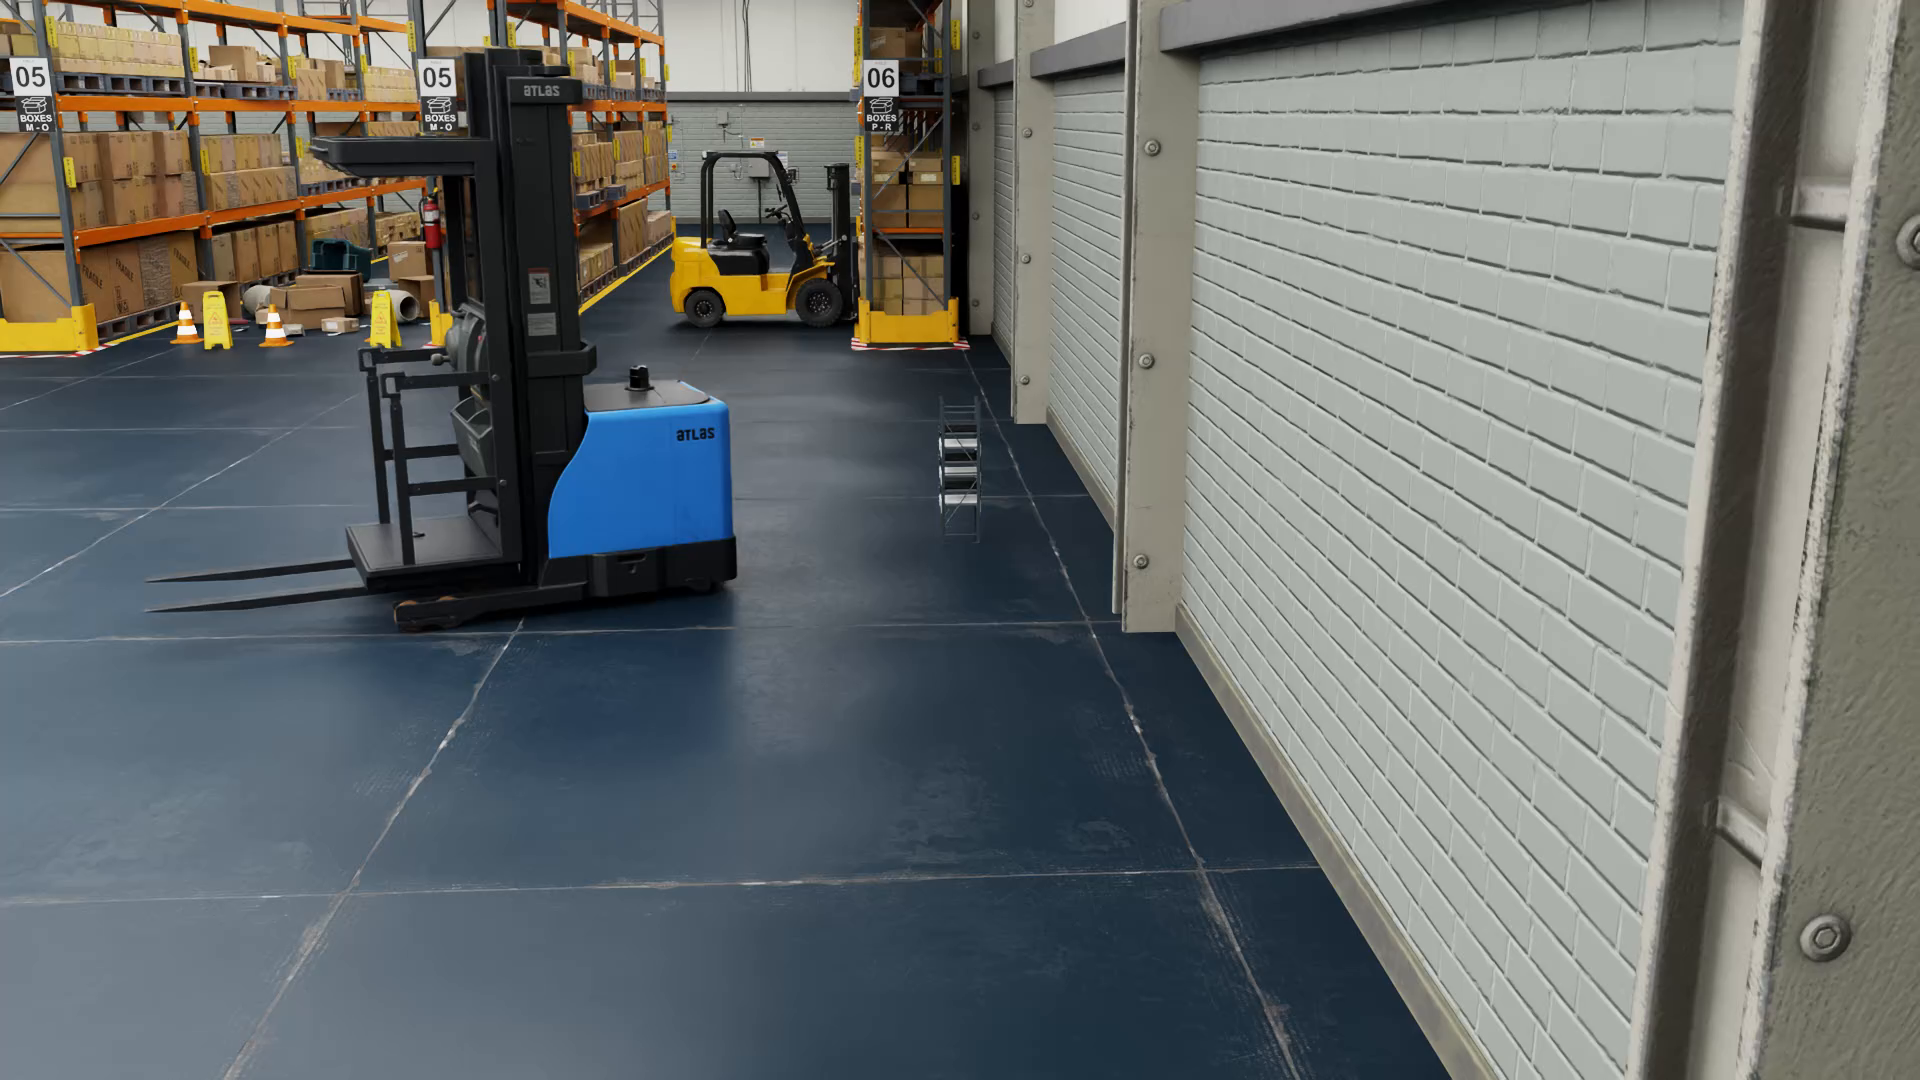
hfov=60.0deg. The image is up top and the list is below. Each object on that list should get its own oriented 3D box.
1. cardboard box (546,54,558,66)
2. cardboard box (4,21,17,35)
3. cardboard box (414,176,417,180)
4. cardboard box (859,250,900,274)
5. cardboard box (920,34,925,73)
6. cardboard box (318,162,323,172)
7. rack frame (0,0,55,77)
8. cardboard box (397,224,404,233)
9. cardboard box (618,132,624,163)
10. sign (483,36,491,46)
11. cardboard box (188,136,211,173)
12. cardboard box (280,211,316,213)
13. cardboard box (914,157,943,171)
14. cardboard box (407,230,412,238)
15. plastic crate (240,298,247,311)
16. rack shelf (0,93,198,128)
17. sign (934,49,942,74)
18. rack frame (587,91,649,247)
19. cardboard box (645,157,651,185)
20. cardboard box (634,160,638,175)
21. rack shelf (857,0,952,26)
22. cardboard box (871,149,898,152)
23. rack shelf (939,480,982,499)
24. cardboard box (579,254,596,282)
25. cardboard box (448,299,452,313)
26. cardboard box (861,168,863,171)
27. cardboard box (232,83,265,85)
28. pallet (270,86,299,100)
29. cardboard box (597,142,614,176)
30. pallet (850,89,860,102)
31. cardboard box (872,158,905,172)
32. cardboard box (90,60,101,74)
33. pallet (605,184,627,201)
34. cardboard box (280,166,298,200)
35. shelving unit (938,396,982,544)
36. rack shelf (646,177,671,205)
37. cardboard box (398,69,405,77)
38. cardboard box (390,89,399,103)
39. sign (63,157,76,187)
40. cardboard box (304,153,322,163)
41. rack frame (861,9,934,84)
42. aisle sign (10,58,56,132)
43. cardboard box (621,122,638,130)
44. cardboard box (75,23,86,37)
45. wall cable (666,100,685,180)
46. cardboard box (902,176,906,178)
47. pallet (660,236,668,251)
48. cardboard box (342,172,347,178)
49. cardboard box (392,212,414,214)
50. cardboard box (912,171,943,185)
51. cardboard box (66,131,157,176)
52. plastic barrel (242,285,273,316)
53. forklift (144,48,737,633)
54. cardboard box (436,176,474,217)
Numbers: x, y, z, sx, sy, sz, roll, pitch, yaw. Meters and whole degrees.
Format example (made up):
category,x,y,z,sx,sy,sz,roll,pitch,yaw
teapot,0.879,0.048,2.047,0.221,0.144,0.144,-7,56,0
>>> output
category,x,y,z,sx,sy,sz,roll,pitch,yaw
cardboard box,-5.405,-6.187,21.438,0.380,0.149,0.250,0,14,-2
cardboard box,-10.869,-5.751,18.699,0.380,0.149,0.250,-1,14,-3
cardboard box,-11.207,-7.360,33.615,0.380,0.149,0.250,-1,14,-4
cardboard box,-0.985,-3.413,20.440,0.500,0.250,0.500,-1,14,-2
cardboard box,-0.840,-6.084,20.881,0.797,0.503,0.637,0,14,-2
cardboard box,-10.890,-6.238,27.817,0.380,0.149,0.250,-1,14,-3
rack frame,-10.496,-6.547,17.911,1.000,3.000,0.127,-1,14,-3
cardboard box,-11.048,-6.071,32.382,0.380,0.149,0.250,-1,14,-3
cardboard box,-5.884,-6.515,27.620,0.500,0.500,0.500,-1,14,-3
sign,-6.363,-6.622,22.396,0.100,0.325,0.005,-1,14,-3
cardboard box,-10.780,-5.292,22.868,0.700,0.500,0.500,-1,14,-4
cardboard box,-11.394,-5.535,28.686,0.500,0.250,0.500,0,14,-1
cardboard box,-0.369,-4.481,19.823,0.380,0.149,0.250,0,14,-2
cardboard box,-11.092,-6.062,32.947,0.380,0.149,0.250,-2,15,-6
plastic crate,-9.425,-3.279,22.779,0.450,0.188,0.662,-4,11,28
rack shelf,-10.620,-5.243,20.308,1.077,0.370,4.000,-1,14,-3
sign,-0.302,-6.566,22.808,0.100,0.325,0.005,-1,14,-3
rack frame,-6.305,-6.727,30.653,1.000,3.000,0.127,-1,14,-3
cardboard box,-6.073,-6.896,31.110,0.500,0.500,0.500,0,14,-2
cardboard box,-5.958,-6.538,29.215,0.500,0.250,0.500,-1,14,-2
rack shelf,-0.731,-6.681,20.680,1.077,0.370,4.000,-1,14,-3
cardboard box,-1.389,-6.467,28.589,0.797,0.503,0.637,-1,14,-5
rack shelf,-0.001,-0.318,10.453,0.258,0.077,0.200,-1,14,-3
cardboard box,-5.892,-3.978,24.397,0.950,0.372,0.625,0,14,0
cardboard box,-5.882,-2.817,20.132,0.500,0.250,0.500,-1,14,-4
cardboard box,-1.243,-5.448,24.179,0.380,0.149,0.250,-1,14,-5
cardboard box,-11.280,-7.270,26.542,0.500,0.500,0.500,-1,14,-3
pallet,-10.899,-6.833,25.422,1.213,0.211,1.003,0,14,-1
cardboard box,-5.751,-6.020,26.262,0.500,0.500,0.500,-1,14,-5
pallet,-1.313,-7.745,28.967,1.213,0.211,1.003,-1,14,-3
cardboard box,-0.840,-4.413,19.558,0.380,0.149,0.250,-1,14,-3
cardboard box,-10.245,-5.503,19.336,0.380,0.149,0.250,-1,14,-3
pallet,-5.907,-5.464,26.128,1.213,0.211,1.003,-1,14,-3
cardboard box,-10.695,-5.571,25.960,0.500,0.500,0.500,-1,14,-3
shelving unit,-0.001,-0.438,10.422,0.258,0.900,0.210,-1,14,-3
rack shelf,-6.429,-6.876,32.676,1.077,0.370,4.000,-1,14,-3
cardboard box,-11.115,-9.167,32.613,0.380,0.149,0.250,-1,14,-3
cardboard box,-11.086,-8.509,31.860,0.500,0.250,0.500,0,14,-1
sign,-9.941,-4.106,18.569,0.100,0.325,0.005,-1,14,-3
cardboard box,-10.891,-6.380,27.769,0.380,0.149,0.250,0,14,-1
rack frame,-0.855,-7.721,22.474,1.000,3.000,0.127,-1,14,-3
aisle sign,-10.192,-4.887,18.285,0.394,0.787,0.004,-1,14,-3
cardboard box,-6.065,-7.657,30.756,0.380,0.149,0.250,-1,14,-4
cardboard box,-10.229,-5.824,18.984,0.380,0.149,0.250,-1,14,-4
wall cable,-6.925,-9.631,39.838,0.585,1.953,0.123,-1,14,-3
cardboard box,-0.489,-4.506,21.817,0.500,0.500,0.500,-1,14,-5
pallet,-6.353,-5.871,32.922,1.003,0.211,1.213,-1,14,-3
cardboard box,-10.972,-6.423,29.131,0.380,0.149,0.250,-2,15,-6
cardboard box,-11.243,-6.540,33.610,0.380,0.149,0.250,-1,14,-2
cardboard box,-0.370,-4.271,19.605,0.380,0.149,0.250,-1,14,-5
cardboard box,-10.709,-4.868,20.959,0.875,0.550,0.550,-1,14,-3
plastic barrel,-9.142,-3.130,21.842,0.512,0.421,0.421,10,18,35
forklift,-2.822,-1.086,8.865,3.031,2.935,1.130,-7,16,-25
cardboard box,-5.870,-4.066,19.512,0.500,0.500,0.500,-1,14,-4
